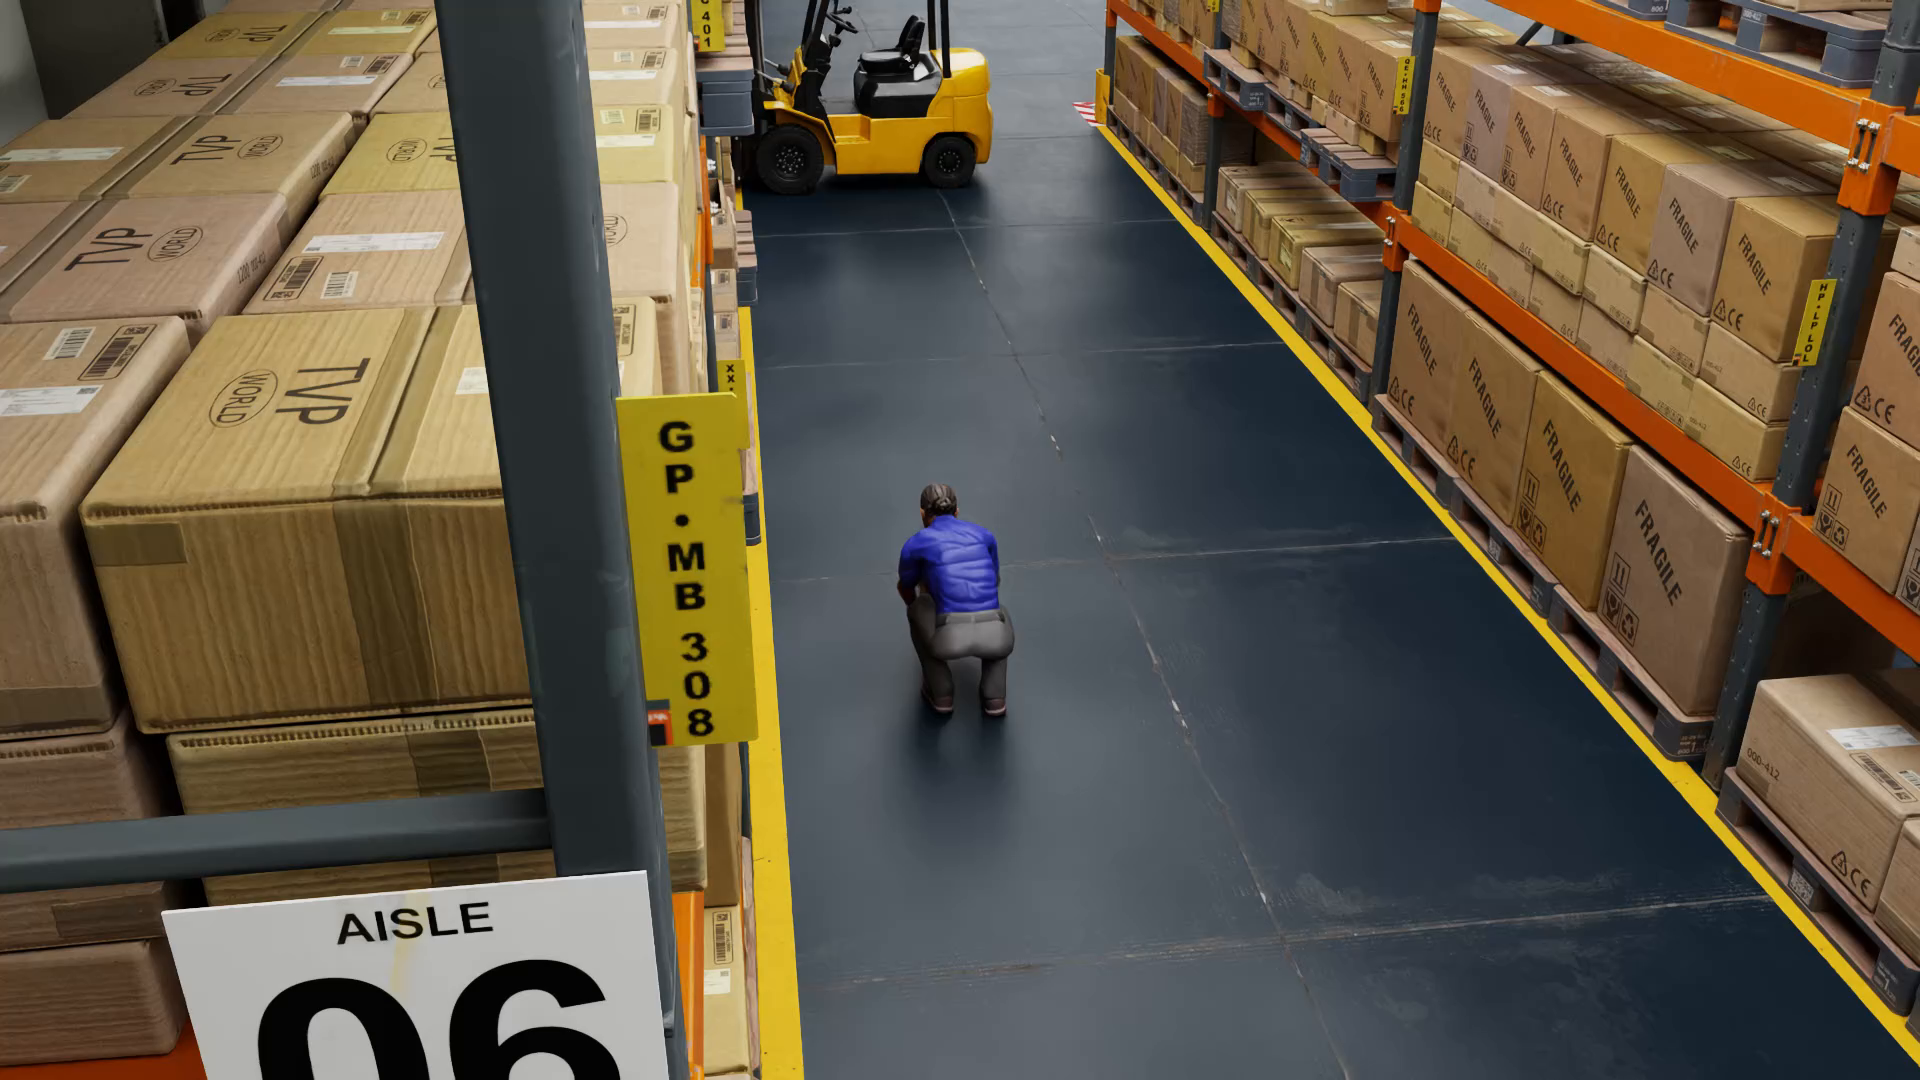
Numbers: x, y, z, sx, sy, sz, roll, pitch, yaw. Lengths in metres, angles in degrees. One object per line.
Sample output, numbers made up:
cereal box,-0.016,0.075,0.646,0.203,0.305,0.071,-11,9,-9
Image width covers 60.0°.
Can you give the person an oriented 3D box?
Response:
person,-0.017,0.270,7.415,0.492,0.921,0.831,-4,28,-7
